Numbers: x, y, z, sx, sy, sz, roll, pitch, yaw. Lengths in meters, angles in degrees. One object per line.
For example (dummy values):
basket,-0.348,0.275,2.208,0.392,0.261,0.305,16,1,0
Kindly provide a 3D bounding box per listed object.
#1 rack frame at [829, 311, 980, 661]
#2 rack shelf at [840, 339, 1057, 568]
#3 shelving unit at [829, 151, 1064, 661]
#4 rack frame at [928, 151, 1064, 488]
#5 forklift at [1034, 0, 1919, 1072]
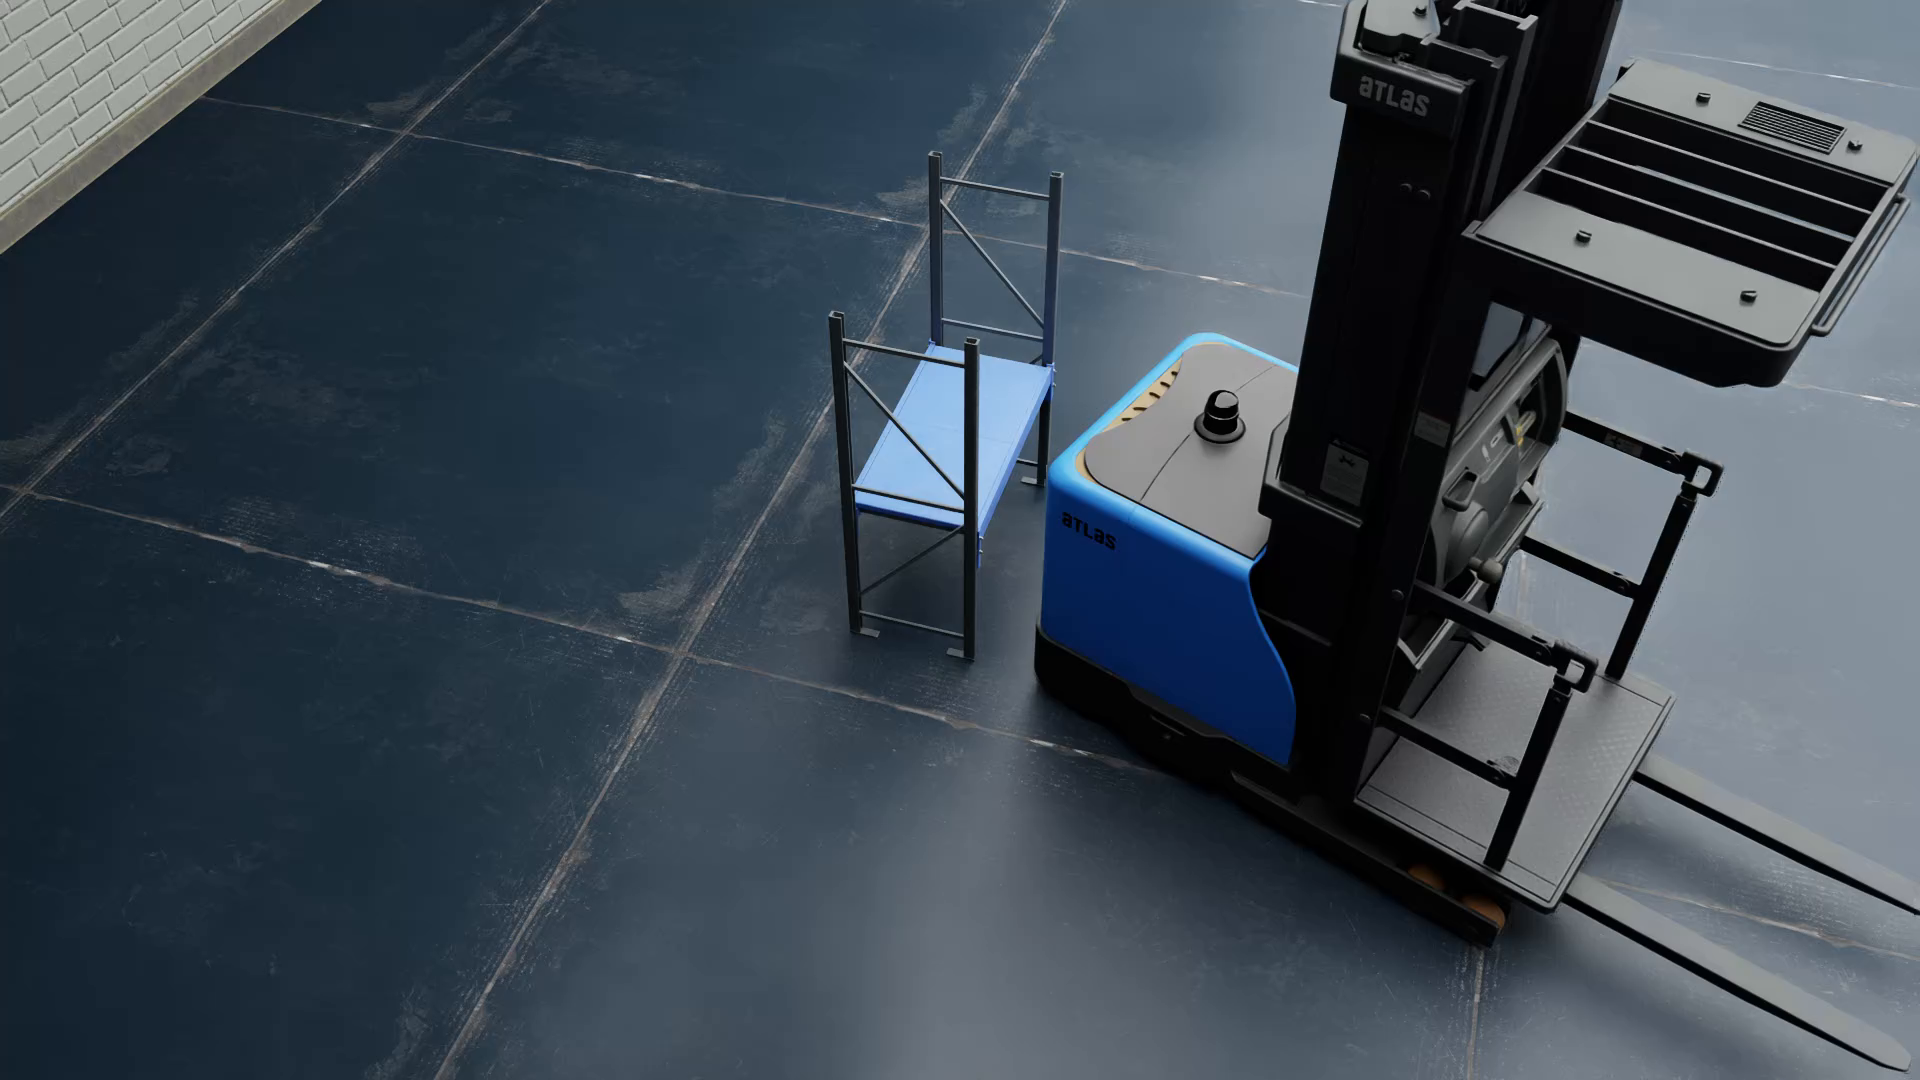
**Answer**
rack frame,-0.180,-0.140,5.821,0.500,1.500,0.032,13,46,12
rack shelf,-0.026,-0.351,6.293,0.538,0.185,1.000,13,46,12
shelving unit,-0.026,-0.479,6.167,0.538,1.500,1.048,13,46,12
rack frame,0.128,-0.818,6.514,0.500,1.500,0.032,13,46,12
forklift,1.756,-0.163,4.821,3.031,2.935,1.130,28,51,26
